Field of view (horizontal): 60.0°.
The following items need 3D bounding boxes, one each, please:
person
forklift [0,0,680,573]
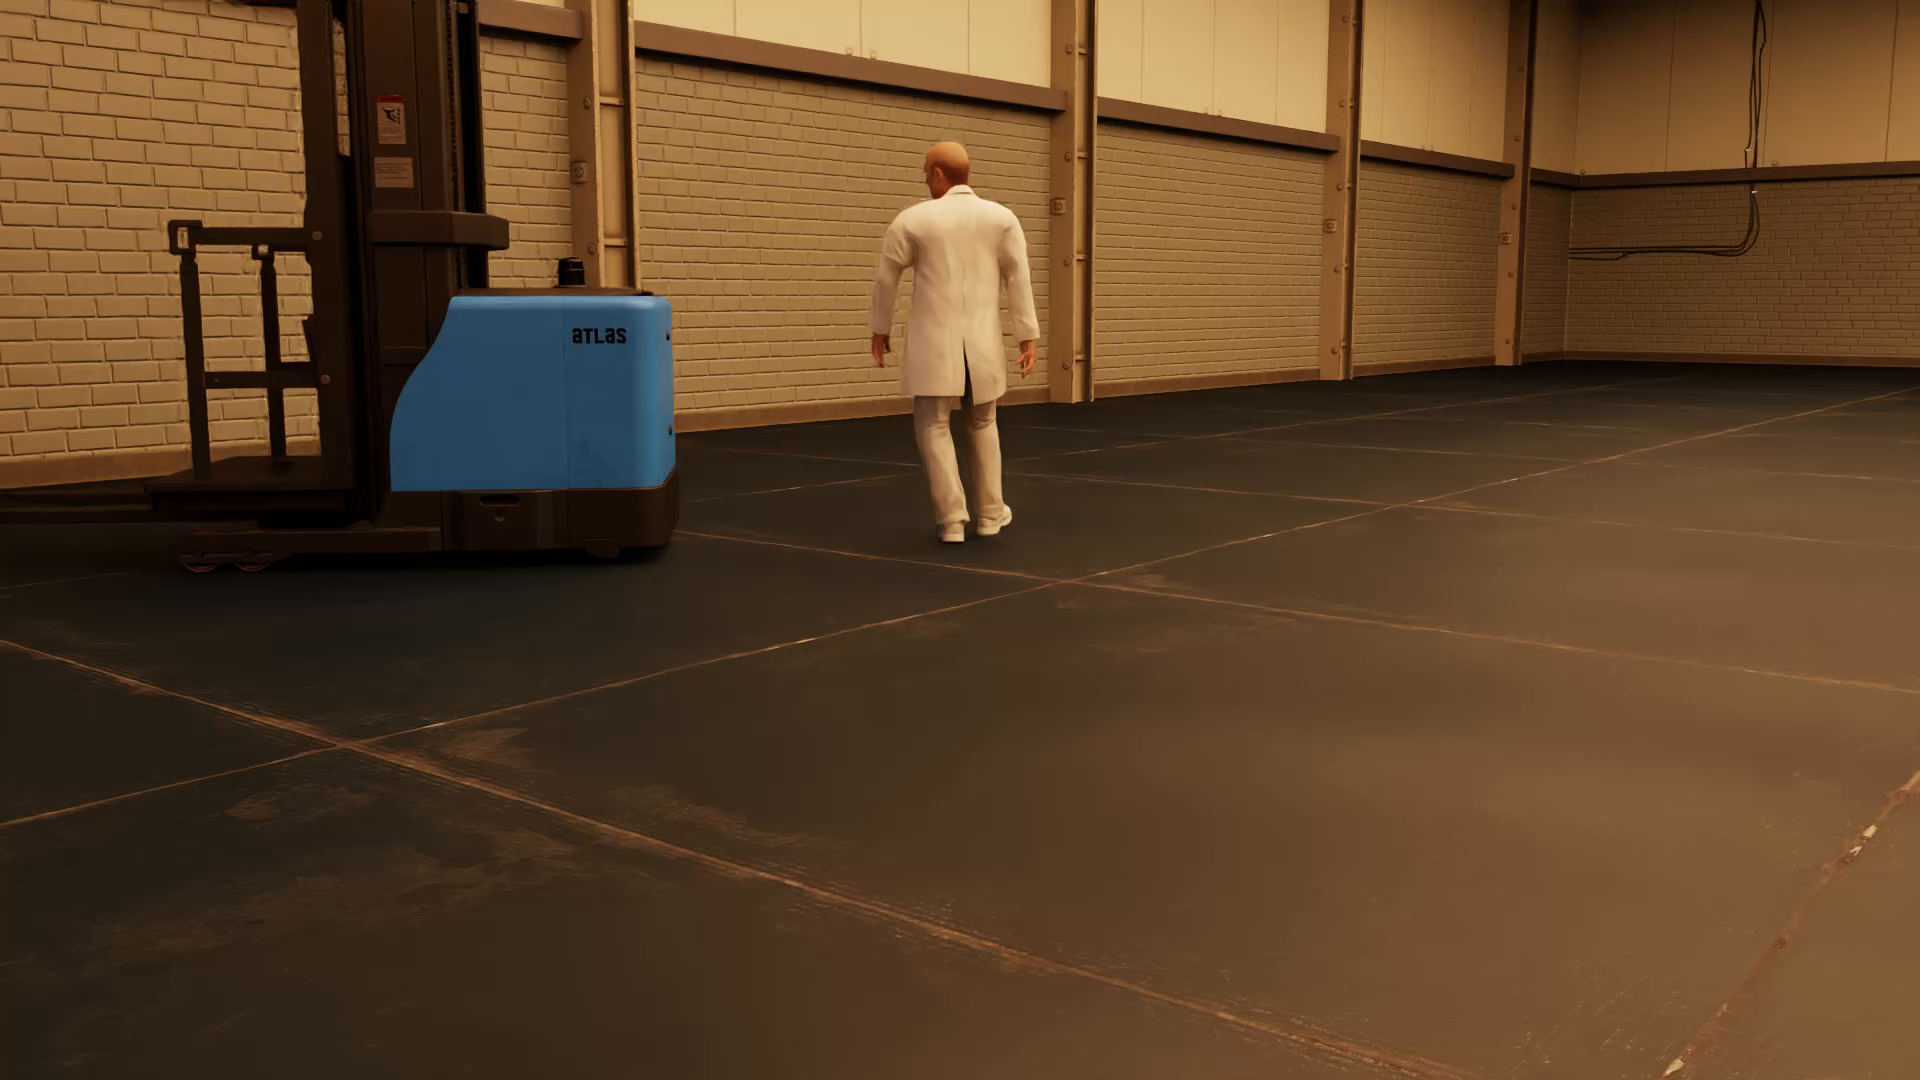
[{"bbox_3d":[-0.017,-0.882,7.436,0.719,1.748,0.604,-2,9,-16],"label":"person"},{"bbox_3d":[-2.753,-1.403,6.867,3.031,2.935,1.130,-1,8,-6],"label":"forklift"}]
